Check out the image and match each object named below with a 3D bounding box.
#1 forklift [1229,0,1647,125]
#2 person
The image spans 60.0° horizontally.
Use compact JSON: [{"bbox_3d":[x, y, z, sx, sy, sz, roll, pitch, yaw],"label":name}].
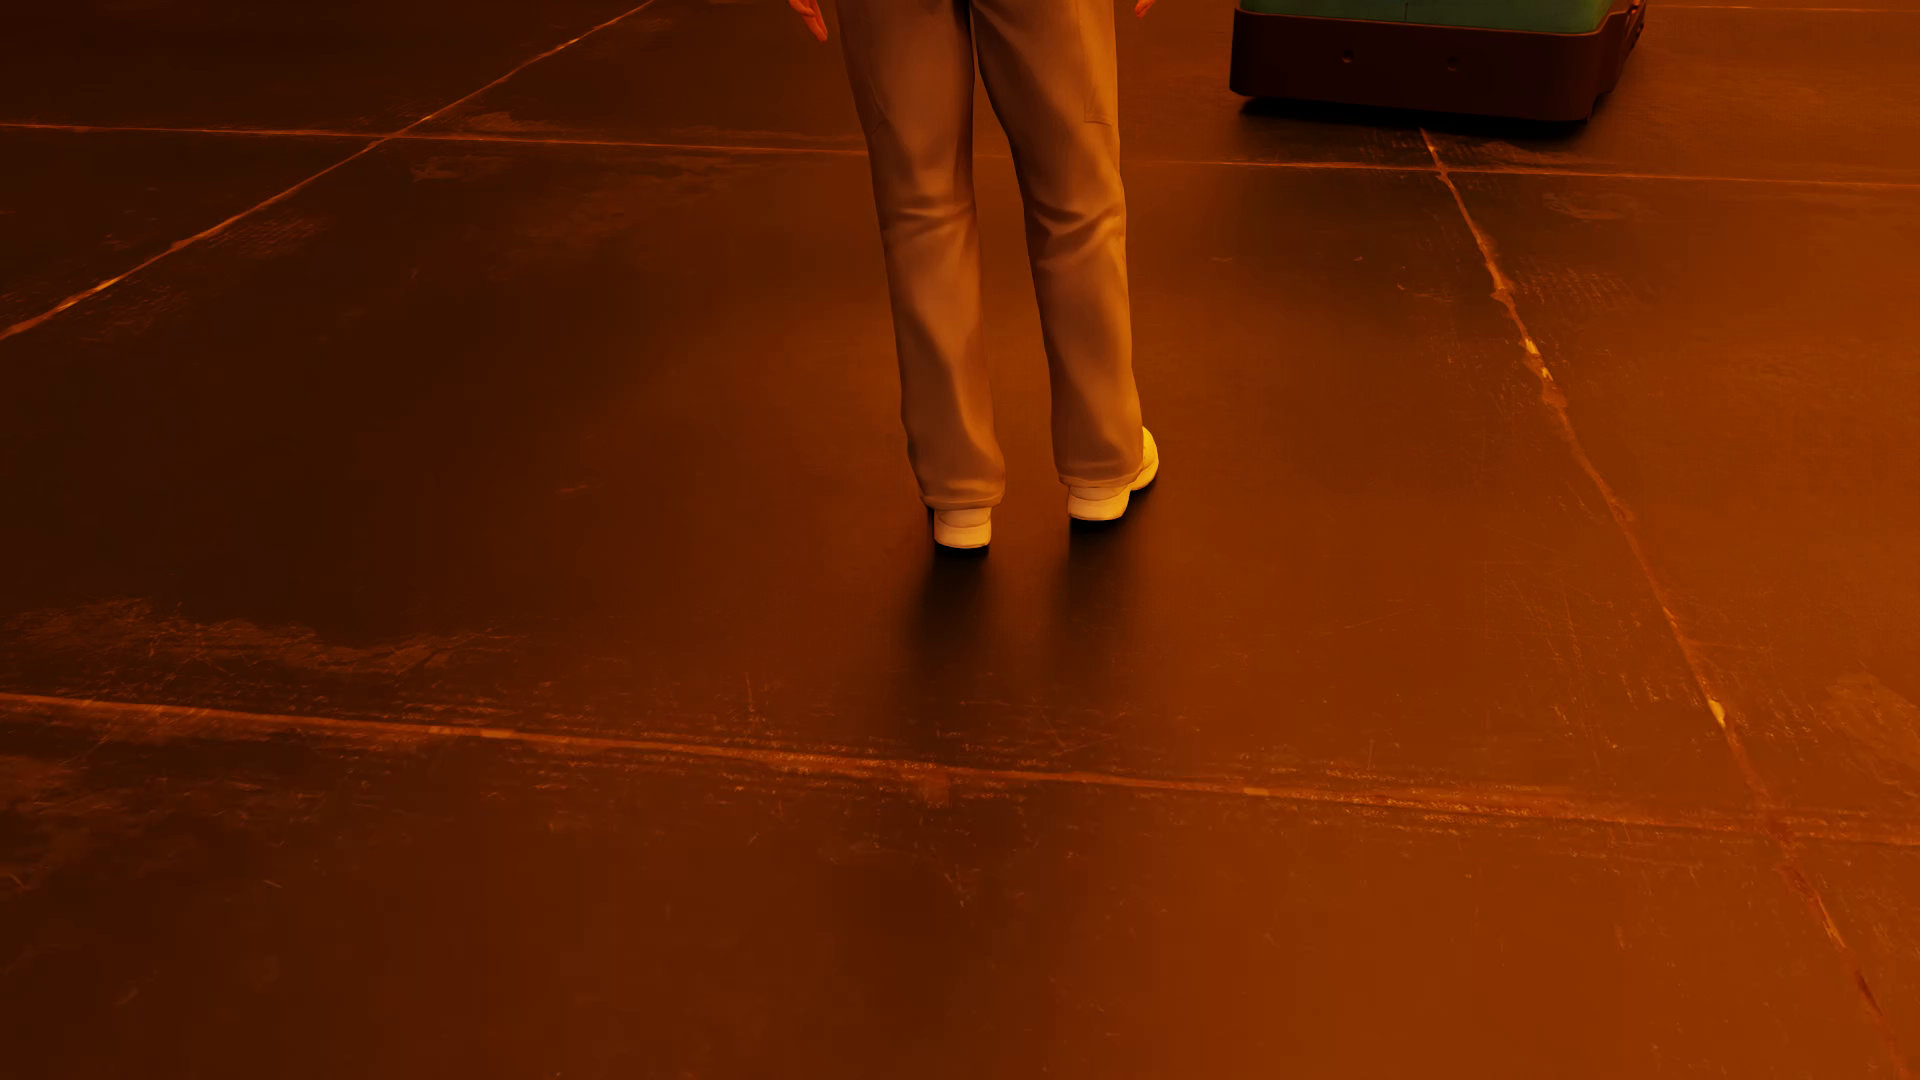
[{"bbox_3d":[1.896,-3.130,5.492,1.130,2.935,3.031,11,29,22],"label":"forklift"},{"bbox_3d":[0.024,-0.788,2.187,0.549,1.673,0.548,3,27,7],"label":"person"}]
